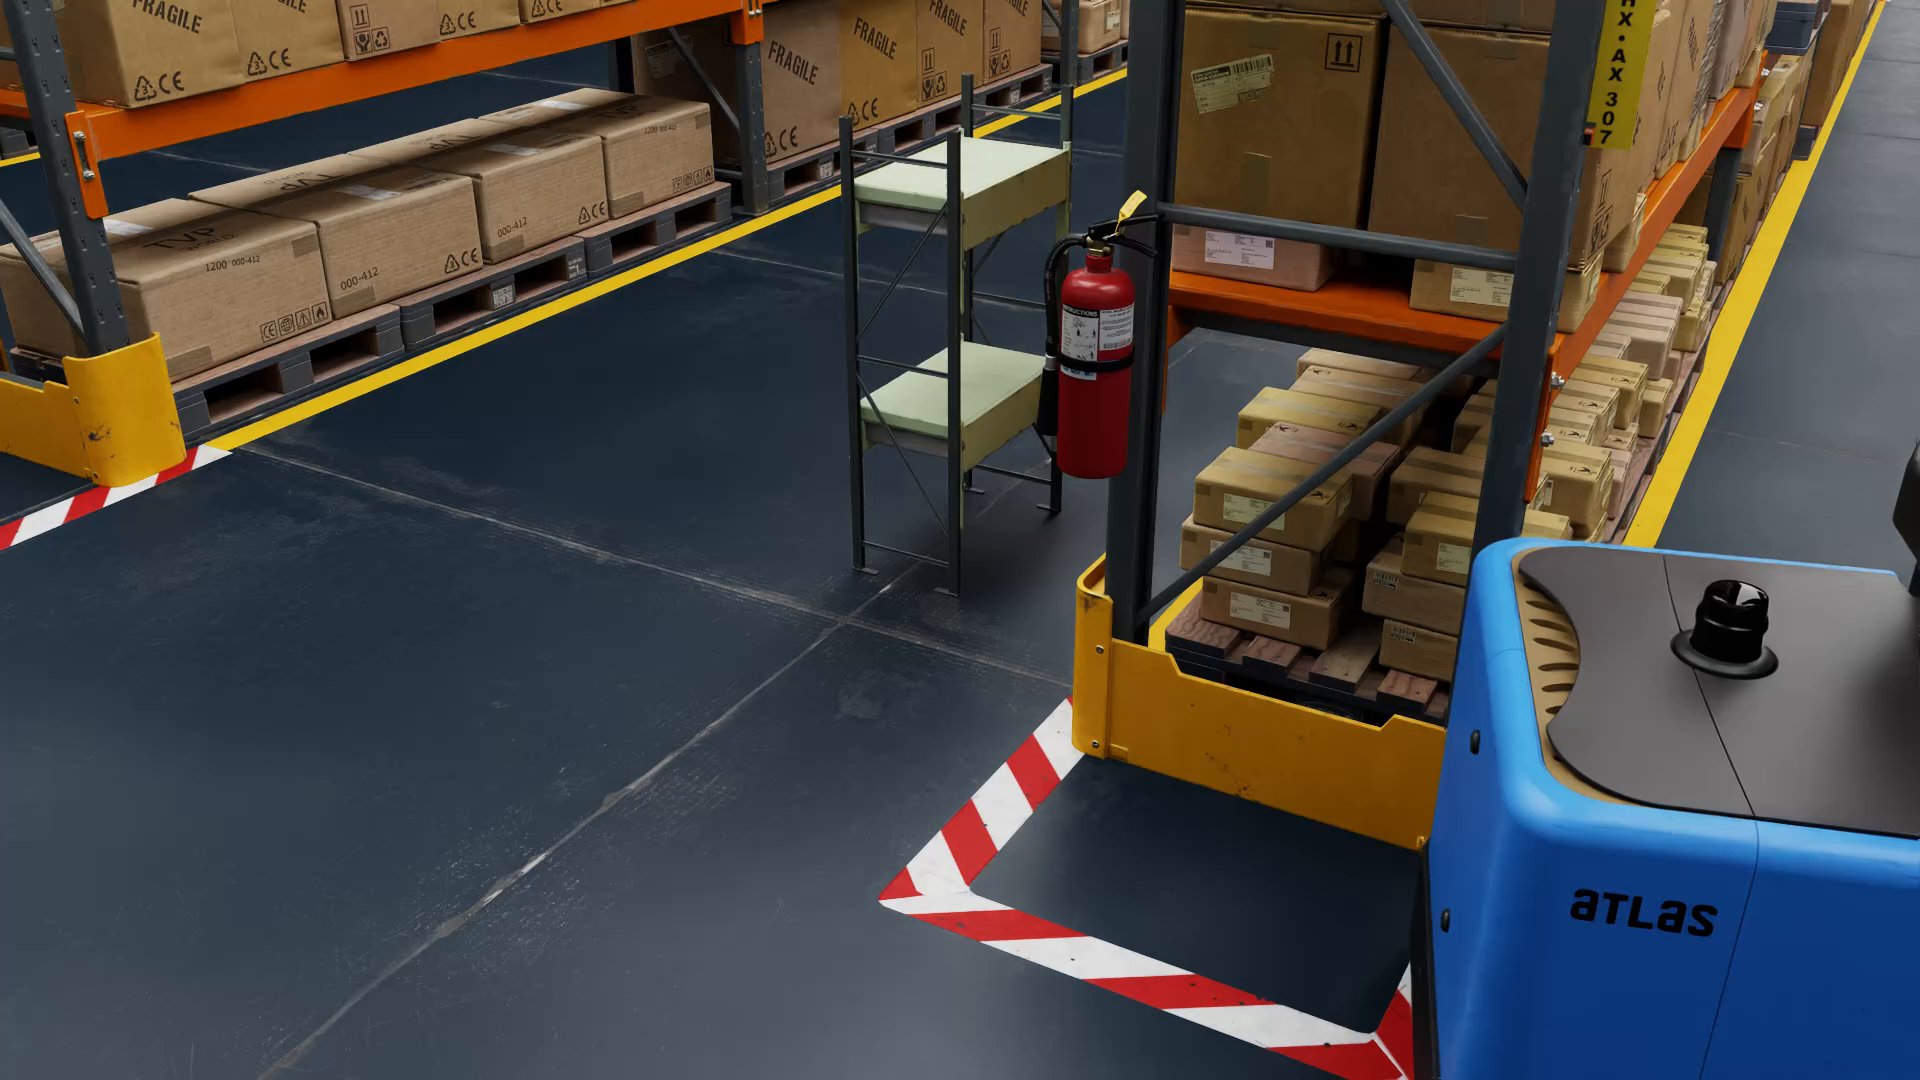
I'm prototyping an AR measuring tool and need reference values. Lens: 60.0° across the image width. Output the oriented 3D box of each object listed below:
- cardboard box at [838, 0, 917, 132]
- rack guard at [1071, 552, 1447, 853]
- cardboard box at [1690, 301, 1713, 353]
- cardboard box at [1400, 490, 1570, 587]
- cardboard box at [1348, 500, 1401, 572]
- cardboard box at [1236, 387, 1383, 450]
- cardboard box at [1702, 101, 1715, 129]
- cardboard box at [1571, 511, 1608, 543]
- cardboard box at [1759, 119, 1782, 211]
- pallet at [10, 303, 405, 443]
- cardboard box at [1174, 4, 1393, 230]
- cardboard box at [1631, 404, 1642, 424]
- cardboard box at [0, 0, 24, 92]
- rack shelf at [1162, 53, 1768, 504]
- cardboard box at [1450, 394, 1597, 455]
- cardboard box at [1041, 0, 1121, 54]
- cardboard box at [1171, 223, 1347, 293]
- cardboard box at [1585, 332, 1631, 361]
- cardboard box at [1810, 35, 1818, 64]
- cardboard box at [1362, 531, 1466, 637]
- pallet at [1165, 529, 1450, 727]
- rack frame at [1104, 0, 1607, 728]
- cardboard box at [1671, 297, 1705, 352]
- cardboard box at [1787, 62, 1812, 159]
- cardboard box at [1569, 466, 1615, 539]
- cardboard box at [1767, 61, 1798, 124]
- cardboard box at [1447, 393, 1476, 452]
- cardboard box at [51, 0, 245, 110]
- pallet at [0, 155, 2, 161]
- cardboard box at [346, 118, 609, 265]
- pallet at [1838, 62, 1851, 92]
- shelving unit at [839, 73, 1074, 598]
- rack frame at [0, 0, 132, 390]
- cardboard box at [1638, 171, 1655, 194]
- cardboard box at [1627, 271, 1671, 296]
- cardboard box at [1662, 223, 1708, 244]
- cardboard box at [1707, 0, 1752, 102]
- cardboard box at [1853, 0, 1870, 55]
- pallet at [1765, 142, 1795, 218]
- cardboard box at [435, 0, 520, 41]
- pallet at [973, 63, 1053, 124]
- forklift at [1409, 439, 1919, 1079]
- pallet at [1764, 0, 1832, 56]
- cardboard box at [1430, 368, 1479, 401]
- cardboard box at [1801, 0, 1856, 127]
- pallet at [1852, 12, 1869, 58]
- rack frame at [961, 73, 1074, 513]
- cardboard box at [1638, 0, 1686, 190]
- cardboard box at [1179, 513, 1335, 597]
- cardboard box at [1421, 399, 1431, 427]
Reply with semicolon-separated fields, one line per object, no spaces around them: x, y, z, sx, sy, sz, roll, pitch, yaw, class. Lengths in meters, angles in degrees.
-0.876;-3.137;10.571;0.875;0.875;0.875;15;30;28;cardboard box
0.880;0.411;4.371;1.175;0.500;0.348;14;30;26;rack guard
2.914;-0.921;6.955;0.380;0.149;0.250;15;30;27;cardboard box
1.396;0.014;4.421;0.380;0.149;0.250;13;29;24;cardboard box
1.163;-0.048;5.210;0.380;0.149;0.250;14;30;26;cardboard box
1.073;-0.333;5.114;0.380;0.149;0.250;13;30;25;cardboard box
2.402;-1.538;5.752;0.380;0.149;0.250;13;29;24;cardboard box
1.774;-0.018;5.150;0.380;0.149;0.250;15;30;27;cardboard box
3.909;-1.949;8.617;0.500;0.500;0.500;15;30;27;cardboard box
-3.192;-0.810;7.132;1.003;0.211;1.213;14;30;26;pallet
0.839;-1.087;4.126;0.500;0.500;0.500;15;30;27;cardboard box
2.218;-0.431;5.976;0.380;0.149;0.250;15;30;27;cardboard box
-3.510;-2.019;6.320;0.500;0.500;0.500;14;30;26;cardboard box
1.826;-1.135;5.470;1.077;0.370;4.000;14;30;26;rack shelf
1.712;-0.304;5.058;0.380;0.149;0.250;13;29;24;cardboard box
0.705;-4.076;13.009;0.950;0.372;0.625;12;29;23;cardboard box
0.757;-0.754;4.186;0.380;0.149;0.250;14;30;26;cardboard box
2.066;-0.622;5.693;0.380;0.149;0.250;14;30;26;cardboard box
4.670;-2.876;9.630;0.500;0.250;0.500;13;30;25;cardboard box
1.324;0.129;4.525;0.380;0.149;0.250;16;31;28;cardboard box
1.310;0.231;5.052;1.003;0.211;1.213;14;30;26;pallet
0.842;-0.677;3.752;1.000;3.000;0.127;14;30;26;rack frame
2.693;-0.873;6.526;0.380;0.149;0.250;13;29;24;cardboard box
4.682;-2.551;9.818;0.500;0.500;0.500;14;30;26;cardboard box
1.772;-0.156;5.094;0.380;0.149;0.250;15;30;28;cardboard box
3.918;-2.277;8.434;0.500;0.250;0.500;15;30;28;cardboard box
1.686;-0.444;6.002;0.380;0.149;0.250;15;30;28;cardboard box
-3.031;-1.896;6.076;0.500;0.500;0.500;14;30;26;cardboard box
-6.810;-2.387;10.282;1.003;0.211;1.213;14;30;26;pallet
-2.391;-1.759;8.306;0.875;0.438;0.875;13;29;25;cardboard box
6.432;-3.790;13.085;1.003;0.211;1.213;14;30;26;pallet
0.003;-0.673;5.419;0.431;1.500;0.755;14;30;26;shelving unit
-3.517;-1.728;5.851;1.000;3.000;0.127;14;30;26;rack frame
1.864;-1.142;4.961;0.380;0.149;0.250;14;30;25;cardboard box
2.459;-0.928;6.305;0.380;0.149;0.250;15;30;28;cardboard box
2.862;-1.219;6.886;0.380;0.149;0.250;15;30;28;cardboard box
2.316;-1.767;5.486;0.500;0.500;0.500;14;30;26;cardboard box
6.519;-4.274;12.981;1.050;0.750;0.750;14;30;26;cardboard box
4.392;-2.244;9.997;1.003;0.211;1.213;14;30;26;pallet
-2.309;-2.493;7.267;0.500;0.500;0.500;15;30;28;cardboard box
-0.035;-3.308;12.123;1.003;0.211;1.213;14;30;26;pallet
2.414;-0.017;2.509;3.031;2.935;1.130;6;27;11;forklift
3.313;-2.416;7.440;1.003;0.211;1.213;14;30;26;pallet
1.565;-0.615;5.678;0.380;0.149;0.250;13;29;24;cardboard box
5.156;-3.194;10.824;1.050;0.750;0.750;14;30;25;cardboard box
7.188;-4.386;14.276;1.003;0.211;1.213;14;30;26;pallet
0.183;-0.816;5.704;0.400;1.500;0.023;14;30;26;rack frame
1.545;-1.183;4.319;0.500;0.500;0.500;14;30;26;cardboard box
0.854;0.008;4.766;0.380;0.149;0.250;13;30;25;cardboard box
1.351;-0.399;5.580;0.380;0.149;0.250;15;30;27;cardboard box
